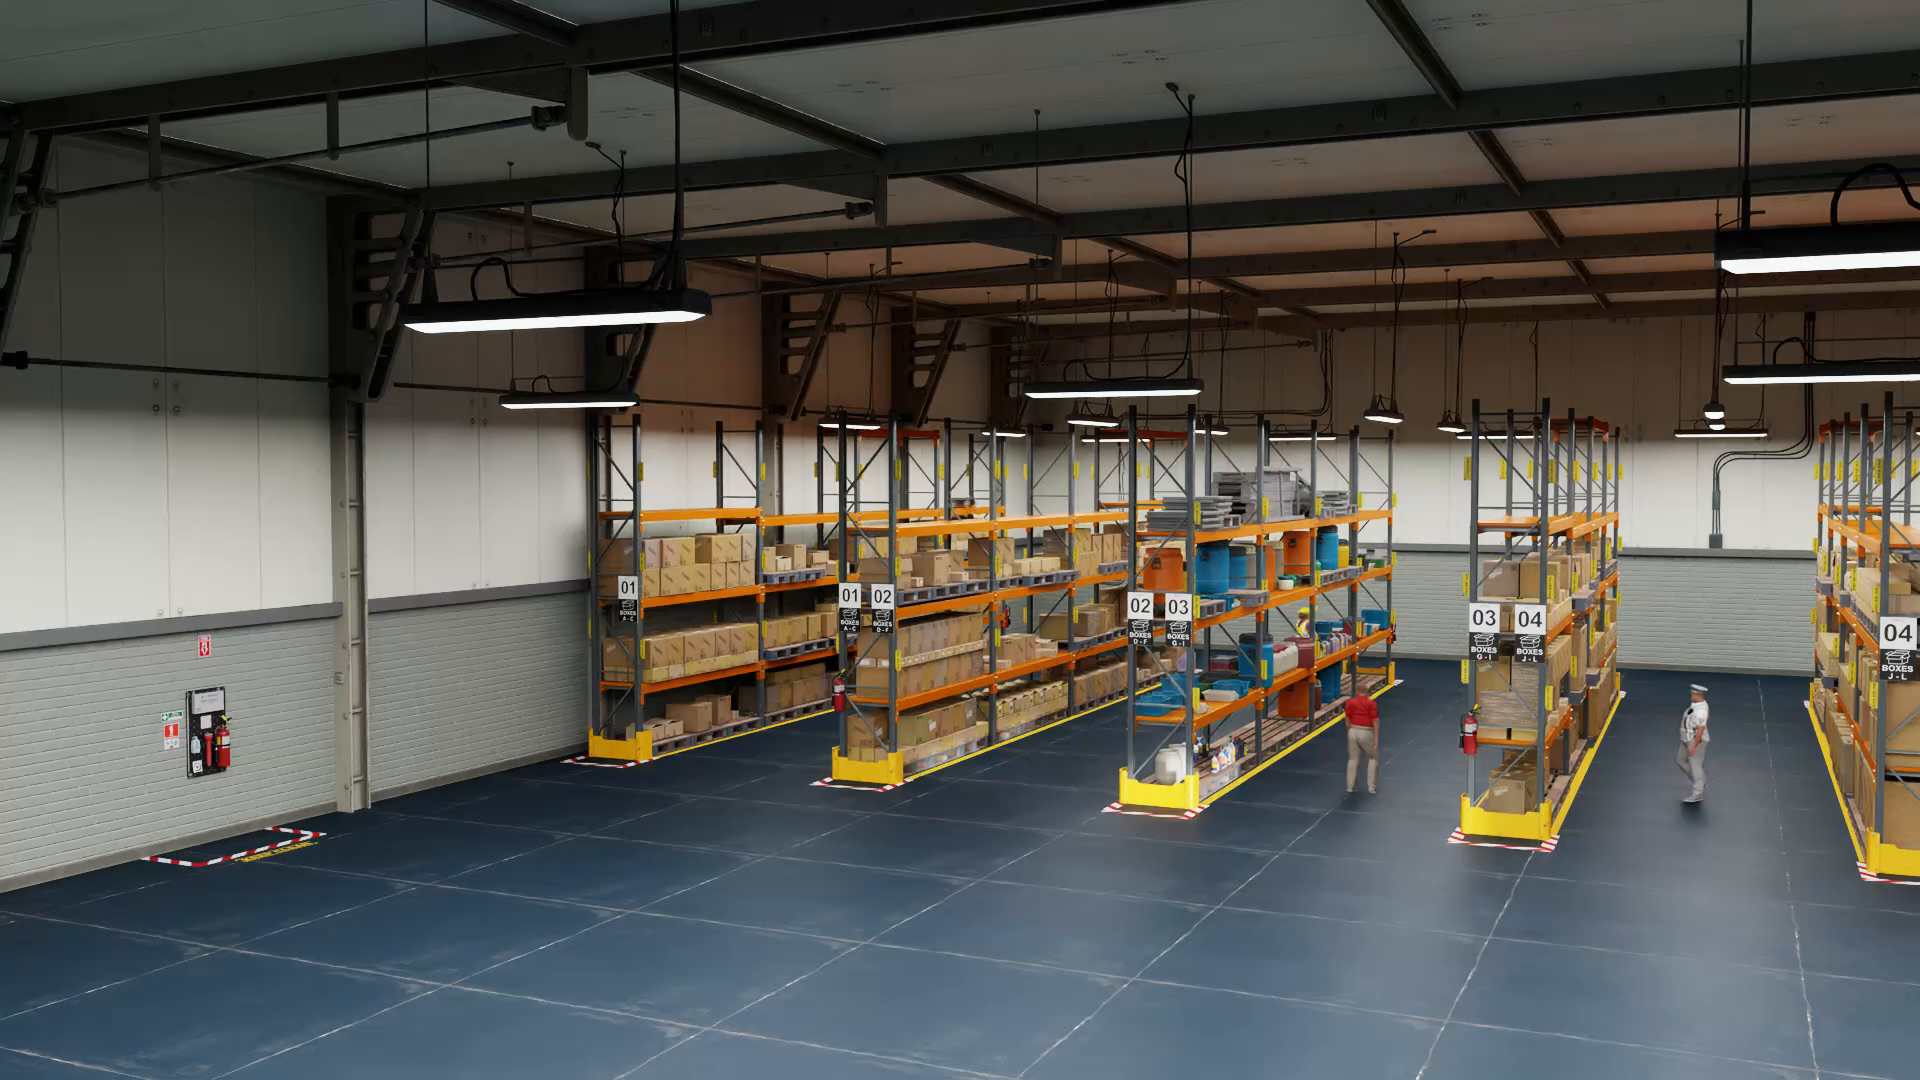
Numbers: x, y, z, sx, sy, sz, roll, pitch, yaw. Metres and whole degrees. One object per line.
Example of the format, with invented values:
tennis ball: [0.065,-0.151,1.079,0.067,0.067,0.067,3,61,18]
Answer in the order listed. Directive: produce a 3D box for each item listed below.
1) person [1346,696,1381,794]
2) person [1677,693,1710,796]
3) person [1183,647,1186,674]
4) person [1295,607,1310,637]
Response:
person: [6.286,3.211,25.846,0.580,1.613,0.544,-2,3,-41]
person: [11.184,3.052,25.312,0.429,1.646,0.624,0,2,4]
person: [4.463,2.826,33.201,0.403,1.649,0.592,1,2,15]
person: [8.279,2.486,40.062,0.557,1.729,0.905,2,3,39]
